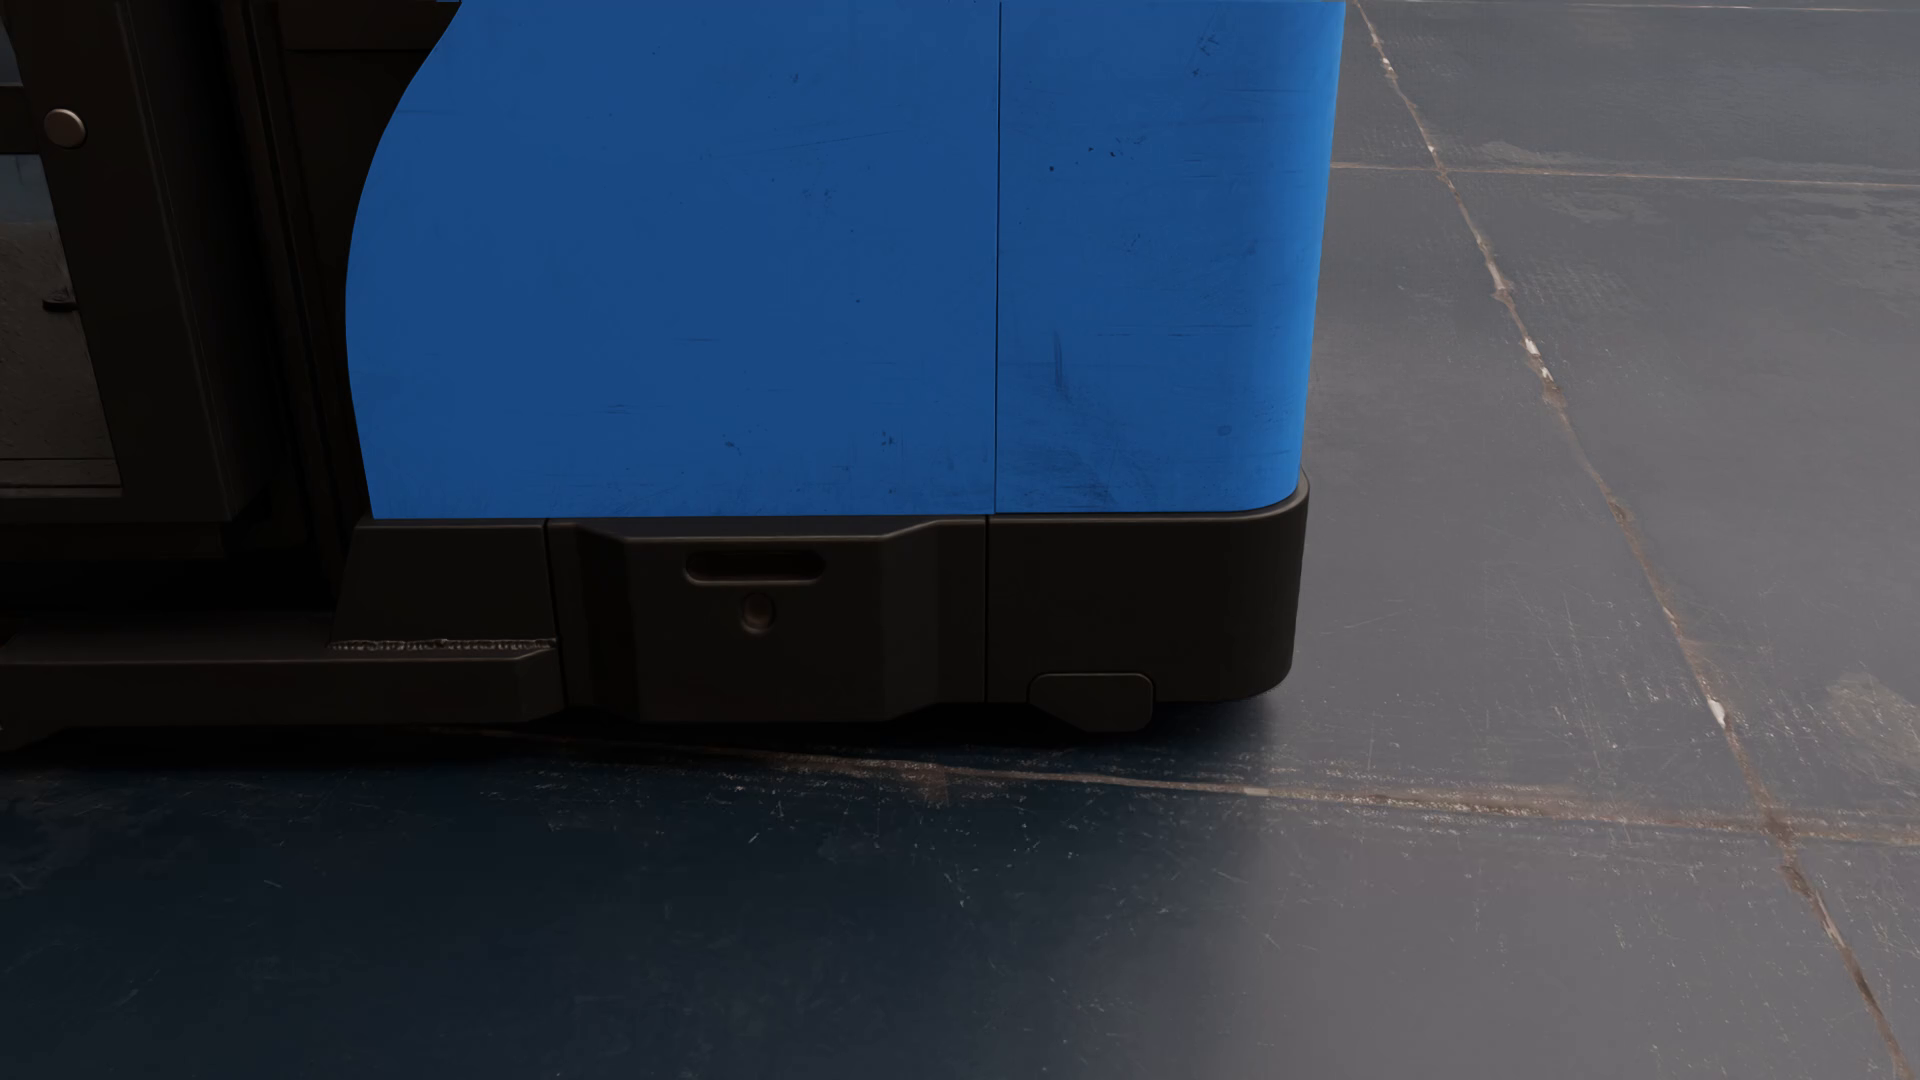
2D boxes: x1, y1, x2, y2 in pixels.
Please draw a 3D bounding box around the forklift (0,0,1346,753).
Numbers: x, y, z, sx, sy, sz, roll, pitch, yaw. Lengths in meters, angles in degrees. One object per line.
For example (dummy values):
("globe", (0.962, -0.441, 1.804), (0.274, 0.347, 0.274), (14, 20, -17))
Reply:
("forklift", (-1.115, -1.280, 1.783), (3.031, 2.935, 1.130), (0, 27, -1))
